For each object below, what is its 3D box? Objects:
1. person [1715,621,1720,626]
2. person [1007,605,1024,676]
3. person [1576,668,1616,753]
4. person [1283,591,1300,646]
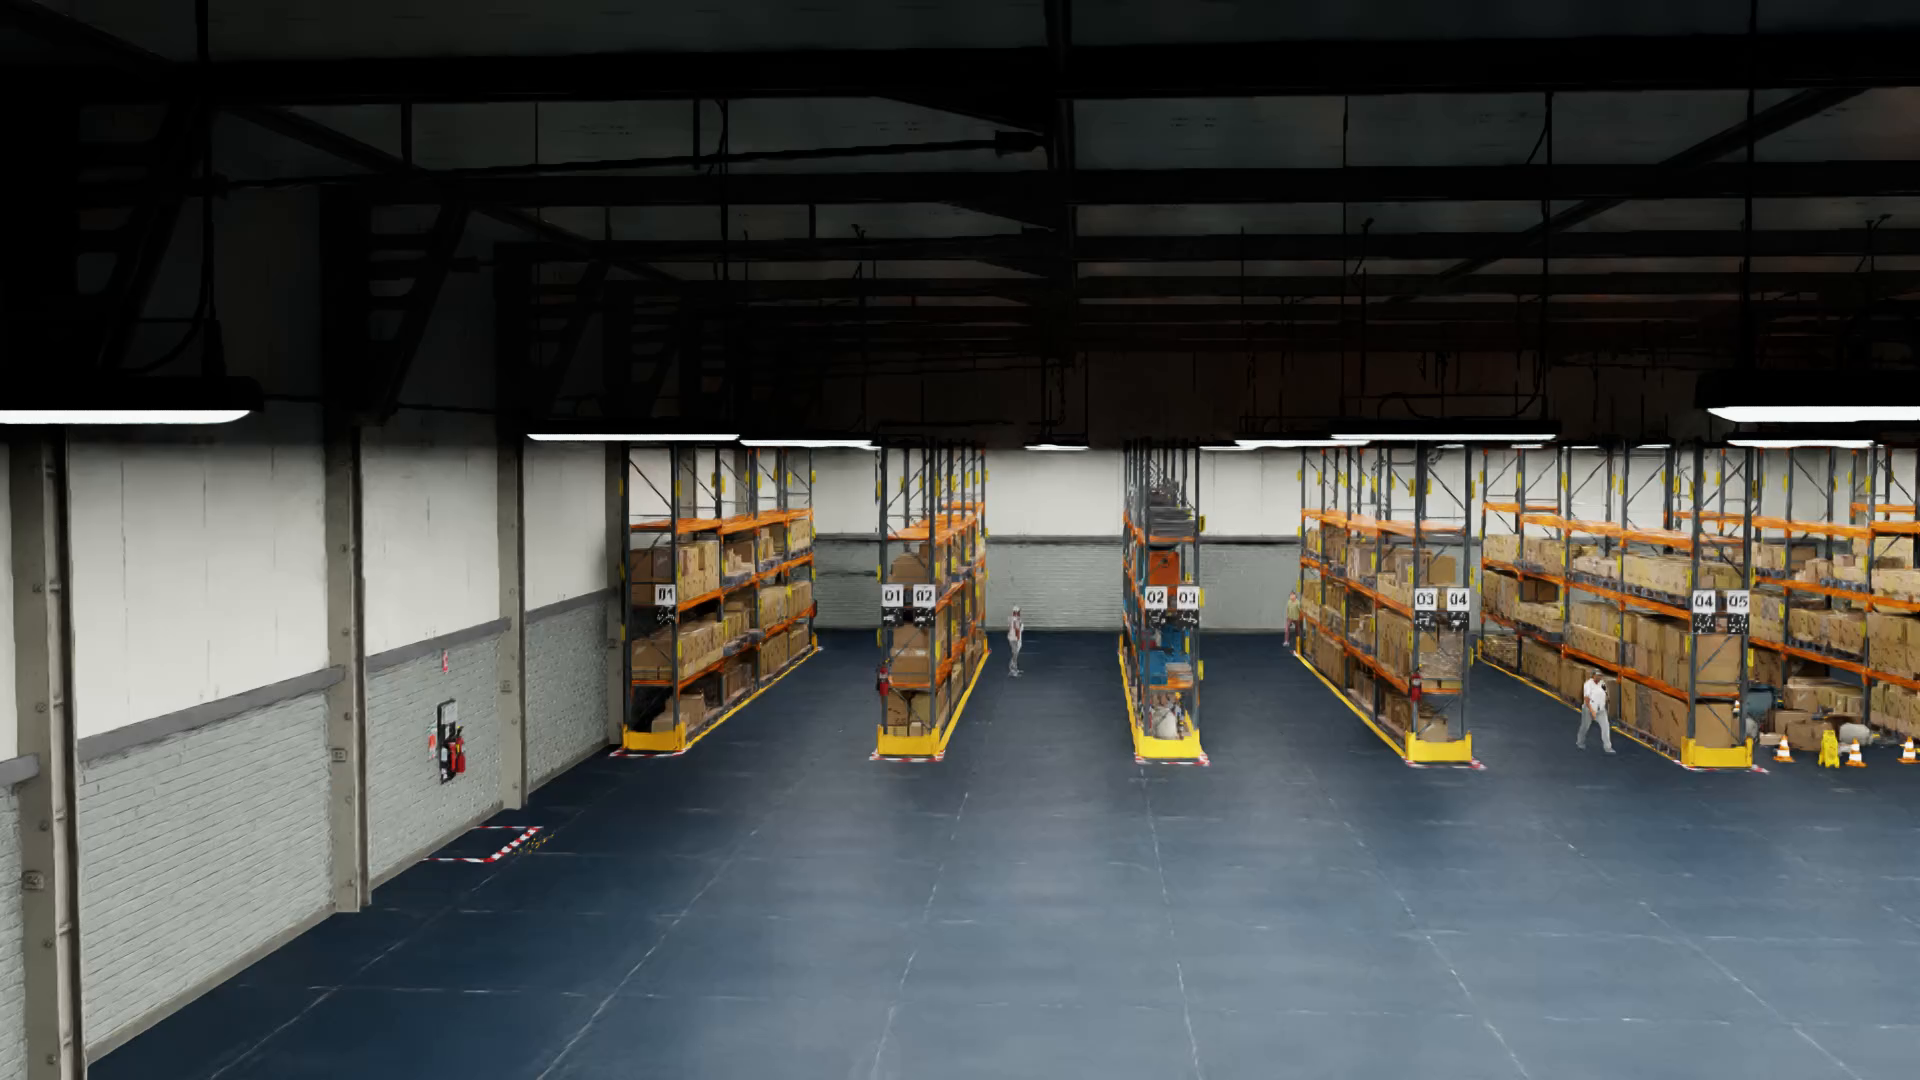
[{"bbox_3d":[17.700,2.759,39.019,0.597,1.721,0.667,2,3,27],"label":"person"},{"bbox_3d":[1.452,2.550,42.338,0.477,1.782,0.634,-1,3,-14],"label":"person"},{"bbox_3d":[12.077,3.218,31.625,0.491,1.598,1.000,0,3,-4],"label":"person"},{"bbox_3d":[9.847,2.297,49.026,0.479,1.612,0.958,1,3,25],"label":"person"}]
